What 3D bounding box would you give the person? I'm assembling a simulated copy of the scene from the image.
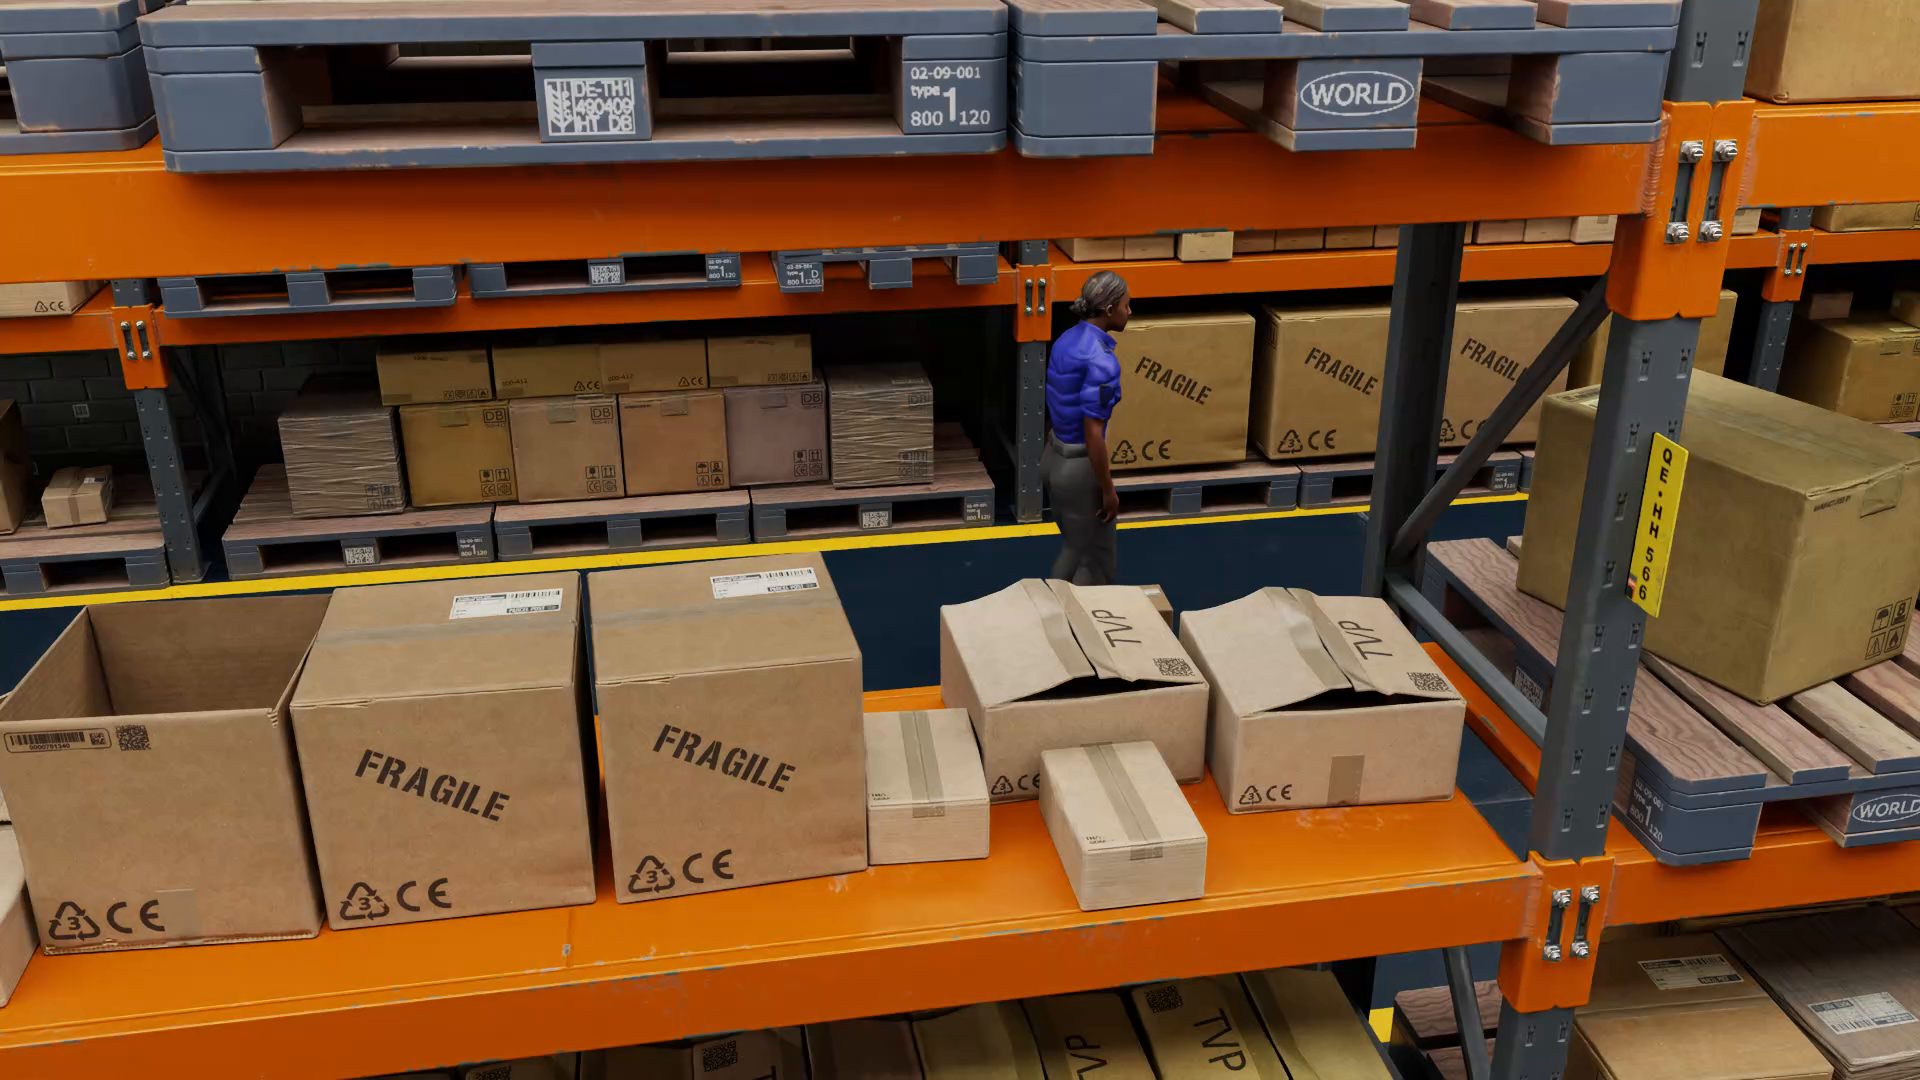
[{"bbox_3d":[0.513,-0.264,6.714,0.352,1.654,0.530,-6,24,-13],"label":"person"}]
